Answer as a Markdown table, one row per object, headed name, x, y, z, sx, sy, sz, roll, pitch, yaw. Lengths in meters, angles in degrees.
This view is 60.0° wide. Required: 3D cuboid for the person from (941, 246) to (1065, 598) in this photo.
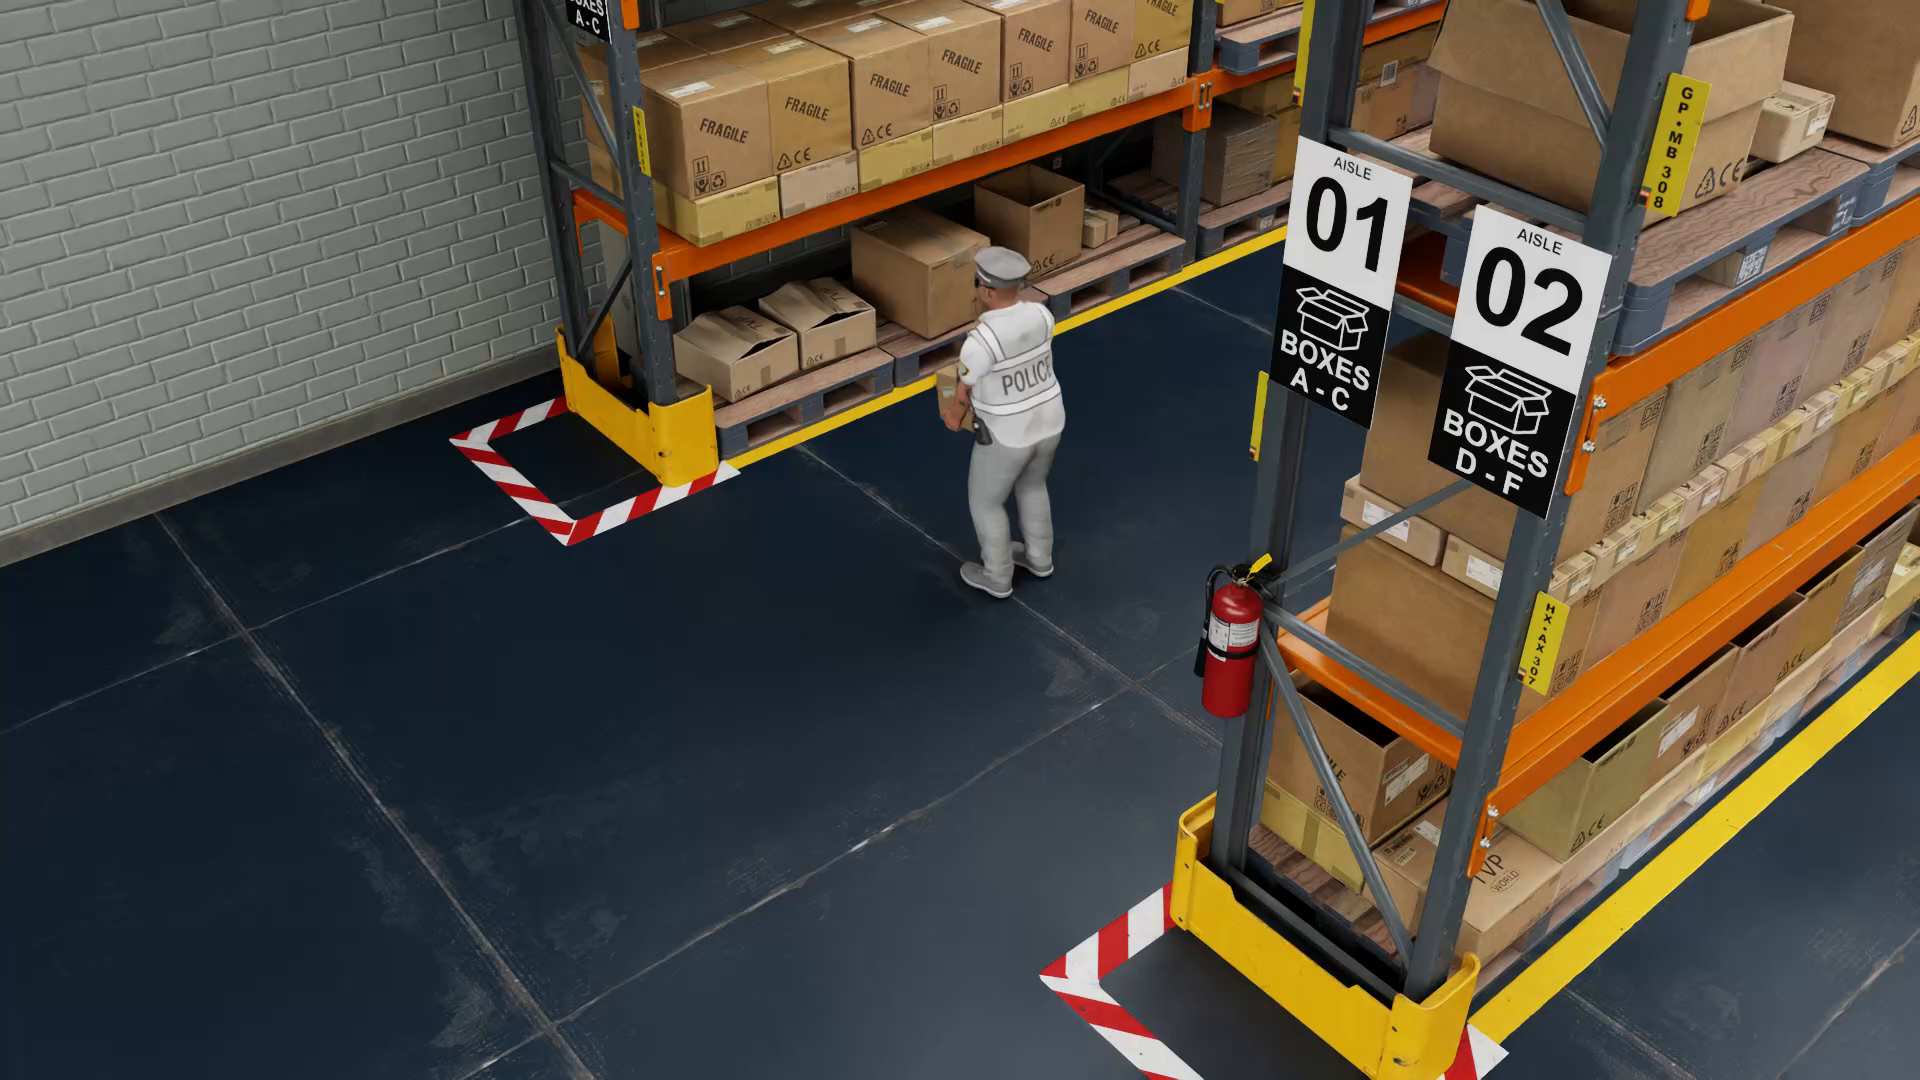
| name | x | y | z | sx | sy | sz | roll | pitch | yaw |
| --- | --- | --- | --- | --- | --- | --- | --- | --- | --- |
| person | 0.190 | -0.552 | 7.851 | 0.487 | 1.750 | 0.587 | -27 | 44 | -32 |
